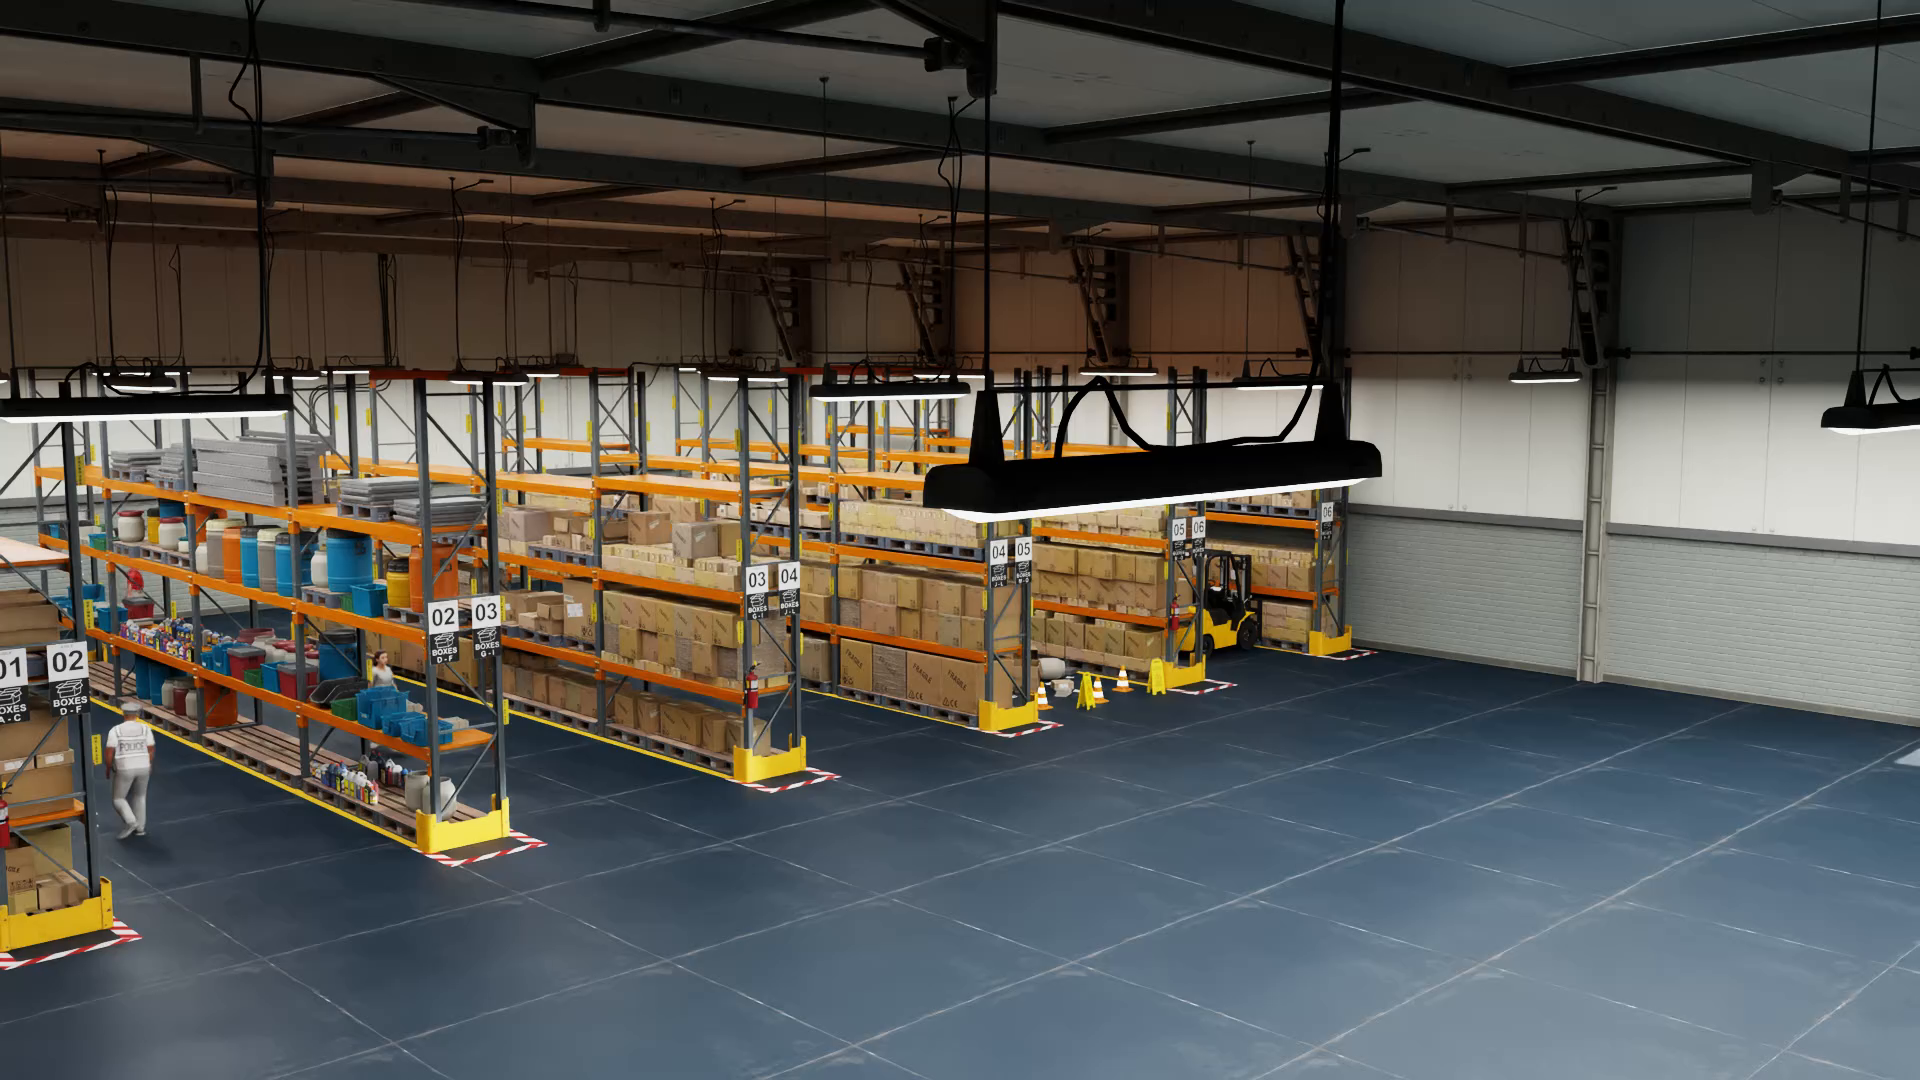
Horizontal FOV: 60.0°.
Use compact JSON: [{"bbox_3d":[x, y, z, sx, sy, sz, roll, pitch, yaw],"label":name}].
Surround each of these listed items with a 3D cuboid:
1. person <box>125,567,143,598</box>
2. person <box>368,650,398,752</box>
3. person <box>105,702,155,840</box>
[{"bbox_3d":[-18.746,1.252,37.694,1.130,1.662,0.533,-4,7,-30],"label":"person"},{"bbox_3d":[-9.092,2.537,26.323,1.058,1.609,0.483,2,7,16],"label":"person"},{"bbox_3d":[-10.807,3.028,21.735,0.589,1.729,0.648,-6,9,-42],"label":"person"}]
